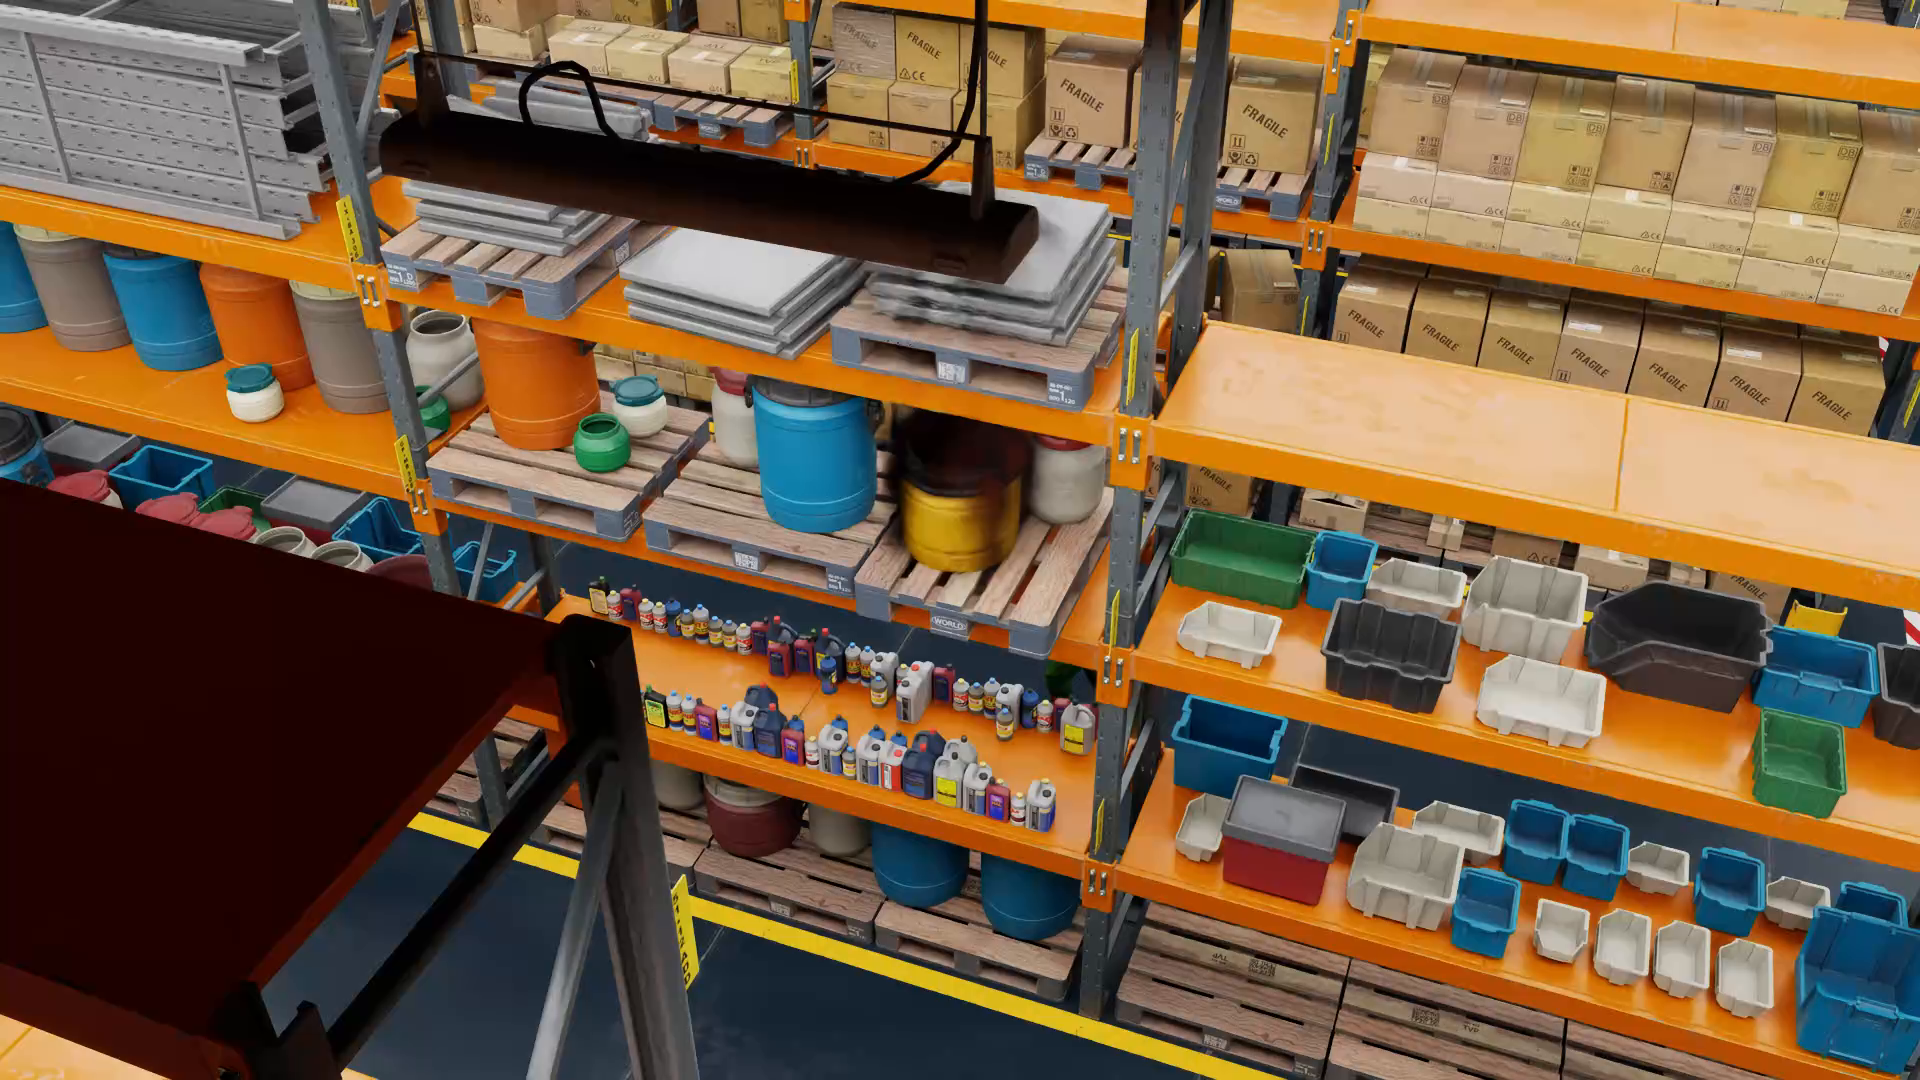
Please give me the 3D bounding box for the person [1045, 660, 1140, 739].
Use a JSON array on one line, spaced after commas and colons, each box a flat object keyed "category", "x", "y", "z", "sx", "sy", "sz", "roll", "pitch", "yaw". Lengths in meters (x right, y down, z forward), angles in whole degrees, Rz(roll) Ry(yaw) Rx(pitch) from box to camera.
[{"category": "person", "x": 0.910, "y": 0.606, "z": 11.079, "sx": 0.868, "sy": 1.757, "sz": 0.627, "roll": 1, "pitch": 37, "yaw": 2}]
